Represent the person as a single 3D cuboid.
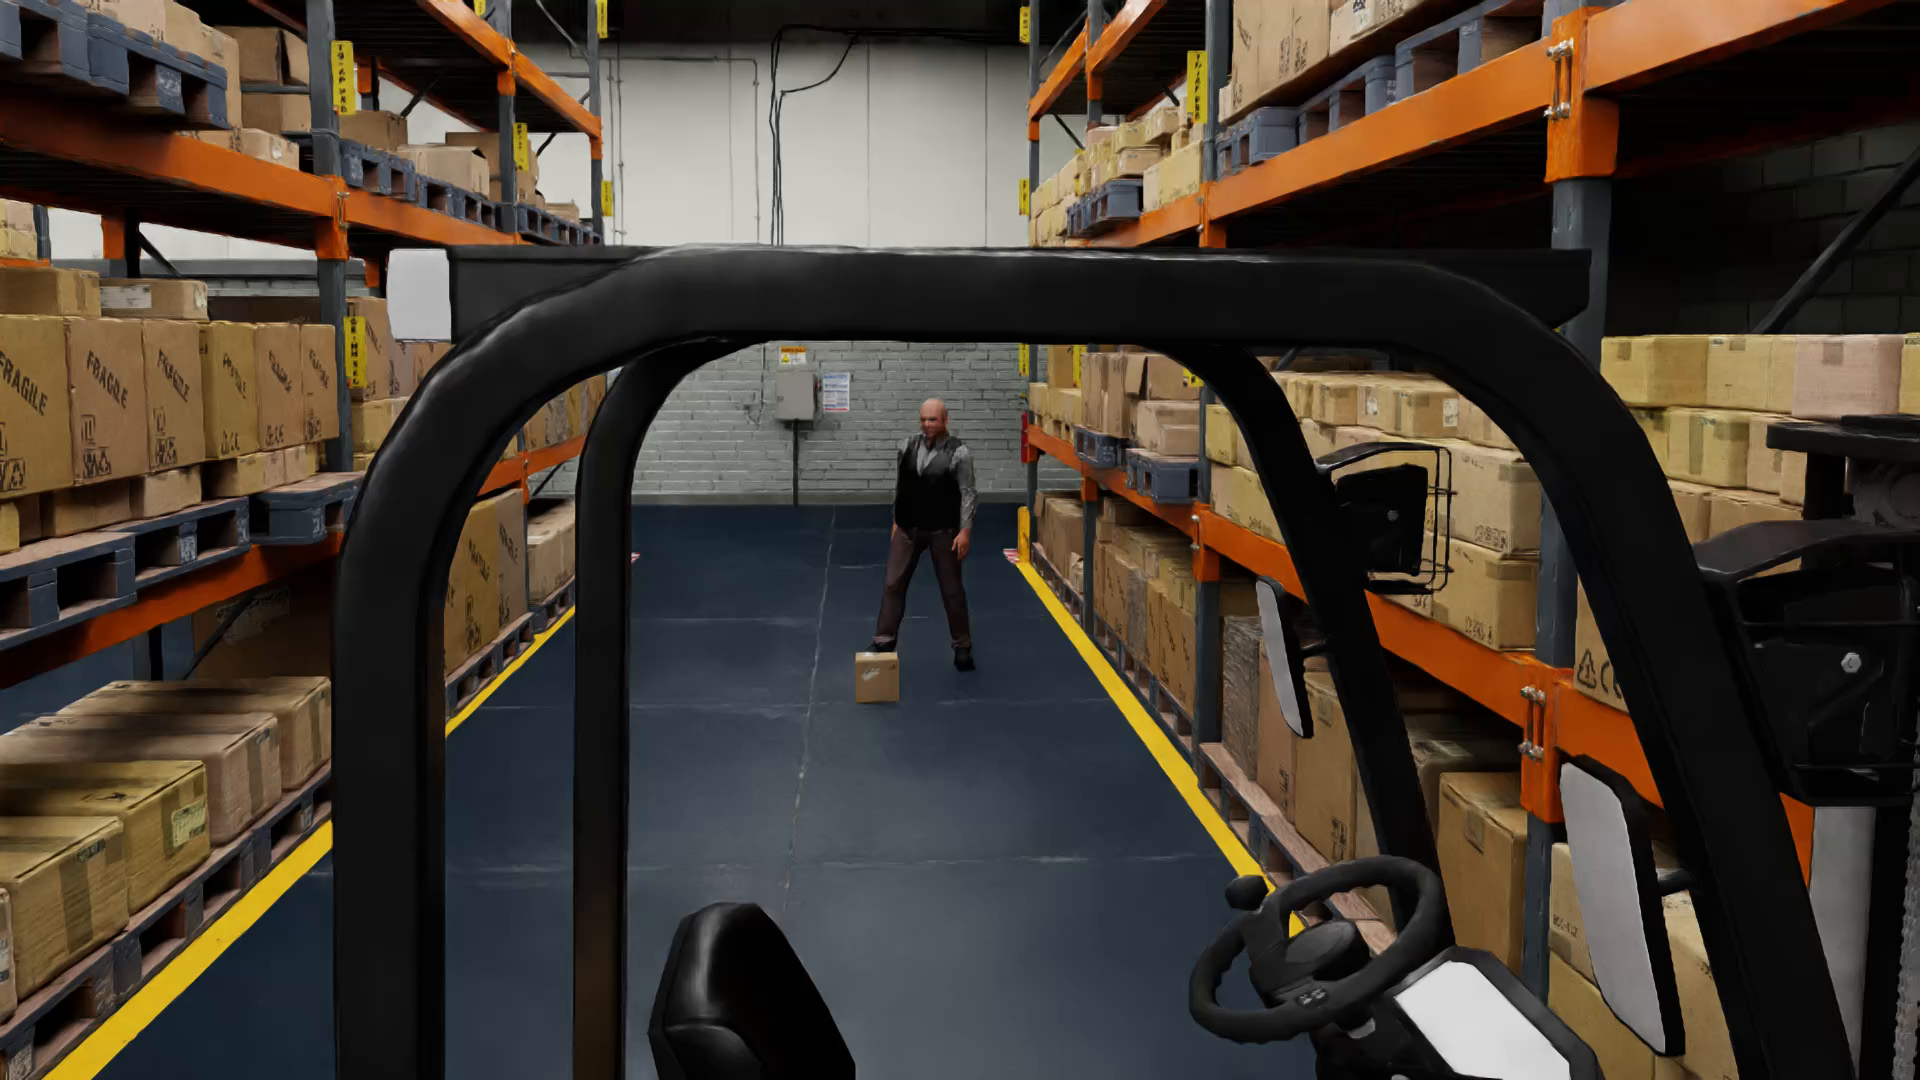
[{"bbox_3d":[-0.250,-0.048,10.612,0.714,1.706,0.618,3,8,26],"label":"person"}]
